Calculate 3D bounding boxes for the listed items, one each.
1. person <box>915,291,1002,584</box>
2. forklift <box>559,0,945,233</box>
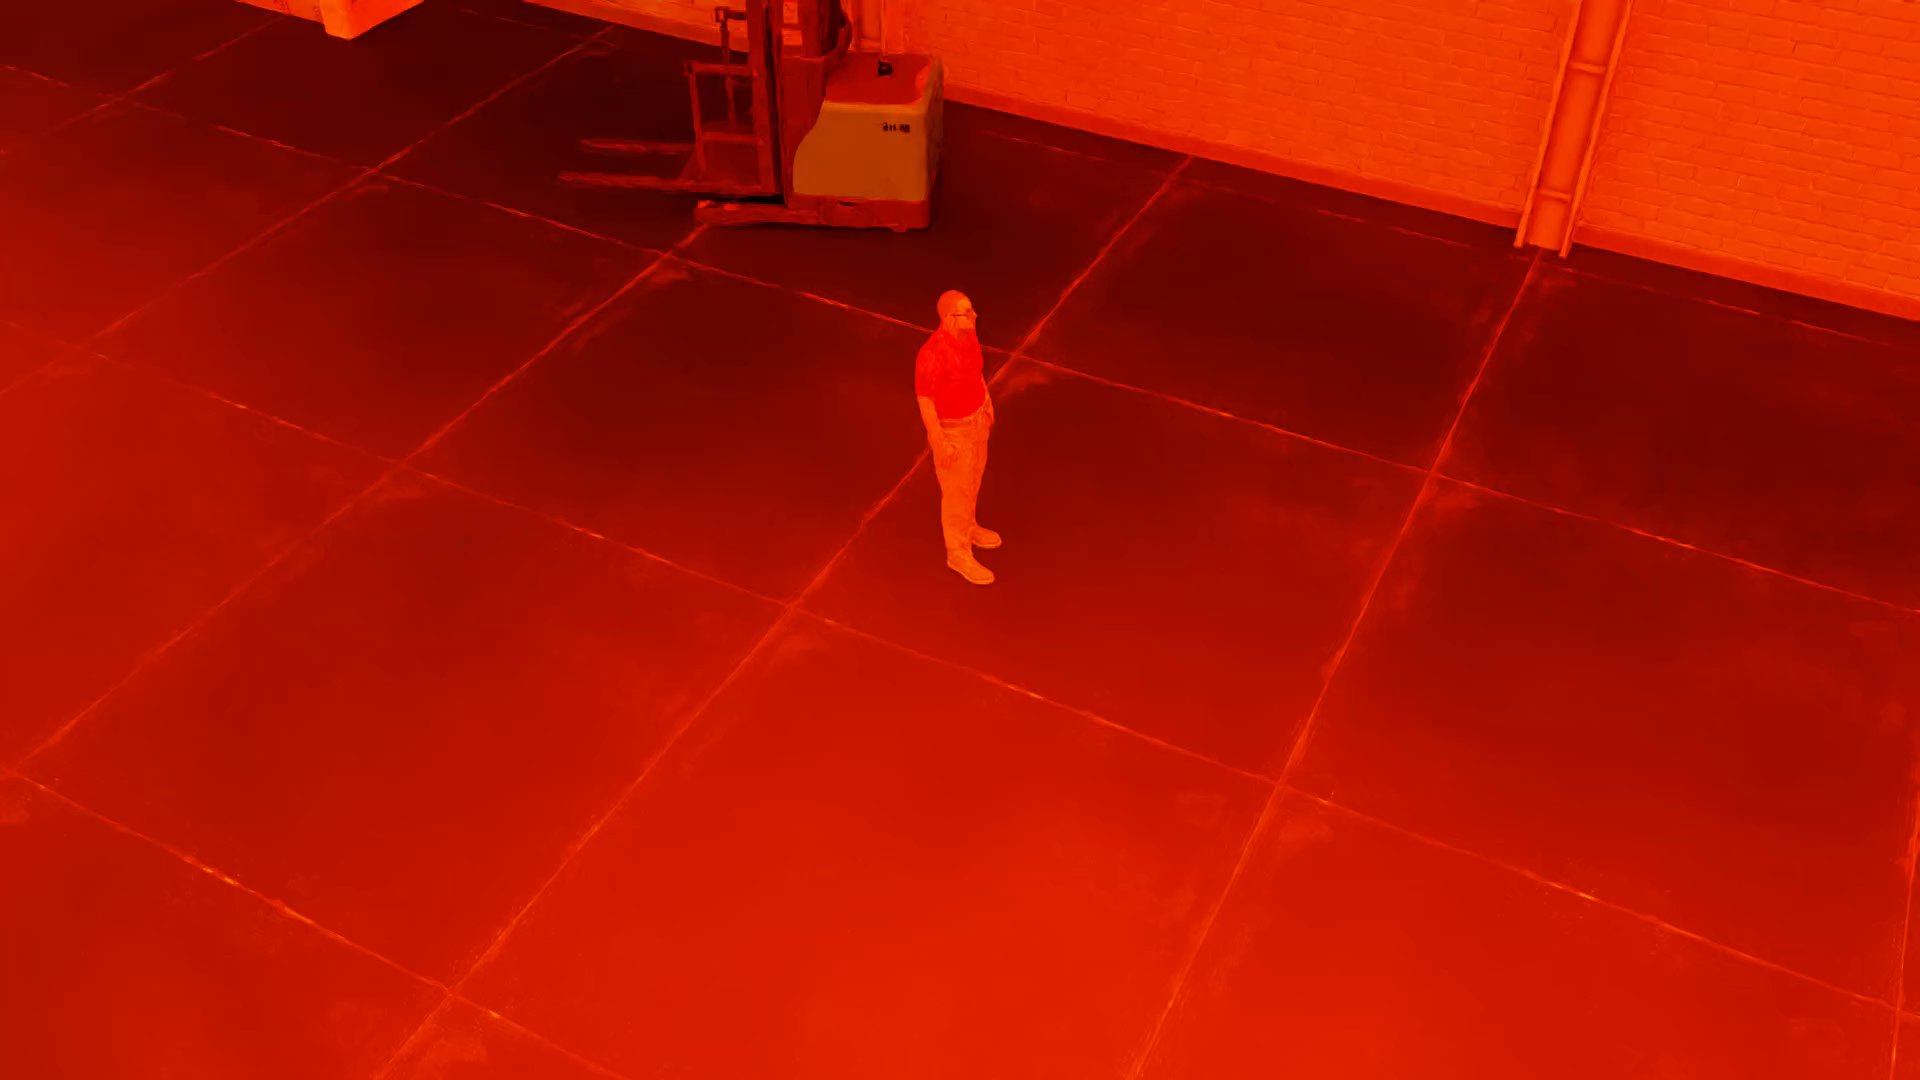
[{"bbox_3d":[0.074,-0.633,9.660,0.550,1.727,0.640,18,43,21],"label":"person"},{"bbox_3d":[-1.682,-3.960,12.688,3.031,2.935,1.130,5,40,6],"label":"forklift"}]
